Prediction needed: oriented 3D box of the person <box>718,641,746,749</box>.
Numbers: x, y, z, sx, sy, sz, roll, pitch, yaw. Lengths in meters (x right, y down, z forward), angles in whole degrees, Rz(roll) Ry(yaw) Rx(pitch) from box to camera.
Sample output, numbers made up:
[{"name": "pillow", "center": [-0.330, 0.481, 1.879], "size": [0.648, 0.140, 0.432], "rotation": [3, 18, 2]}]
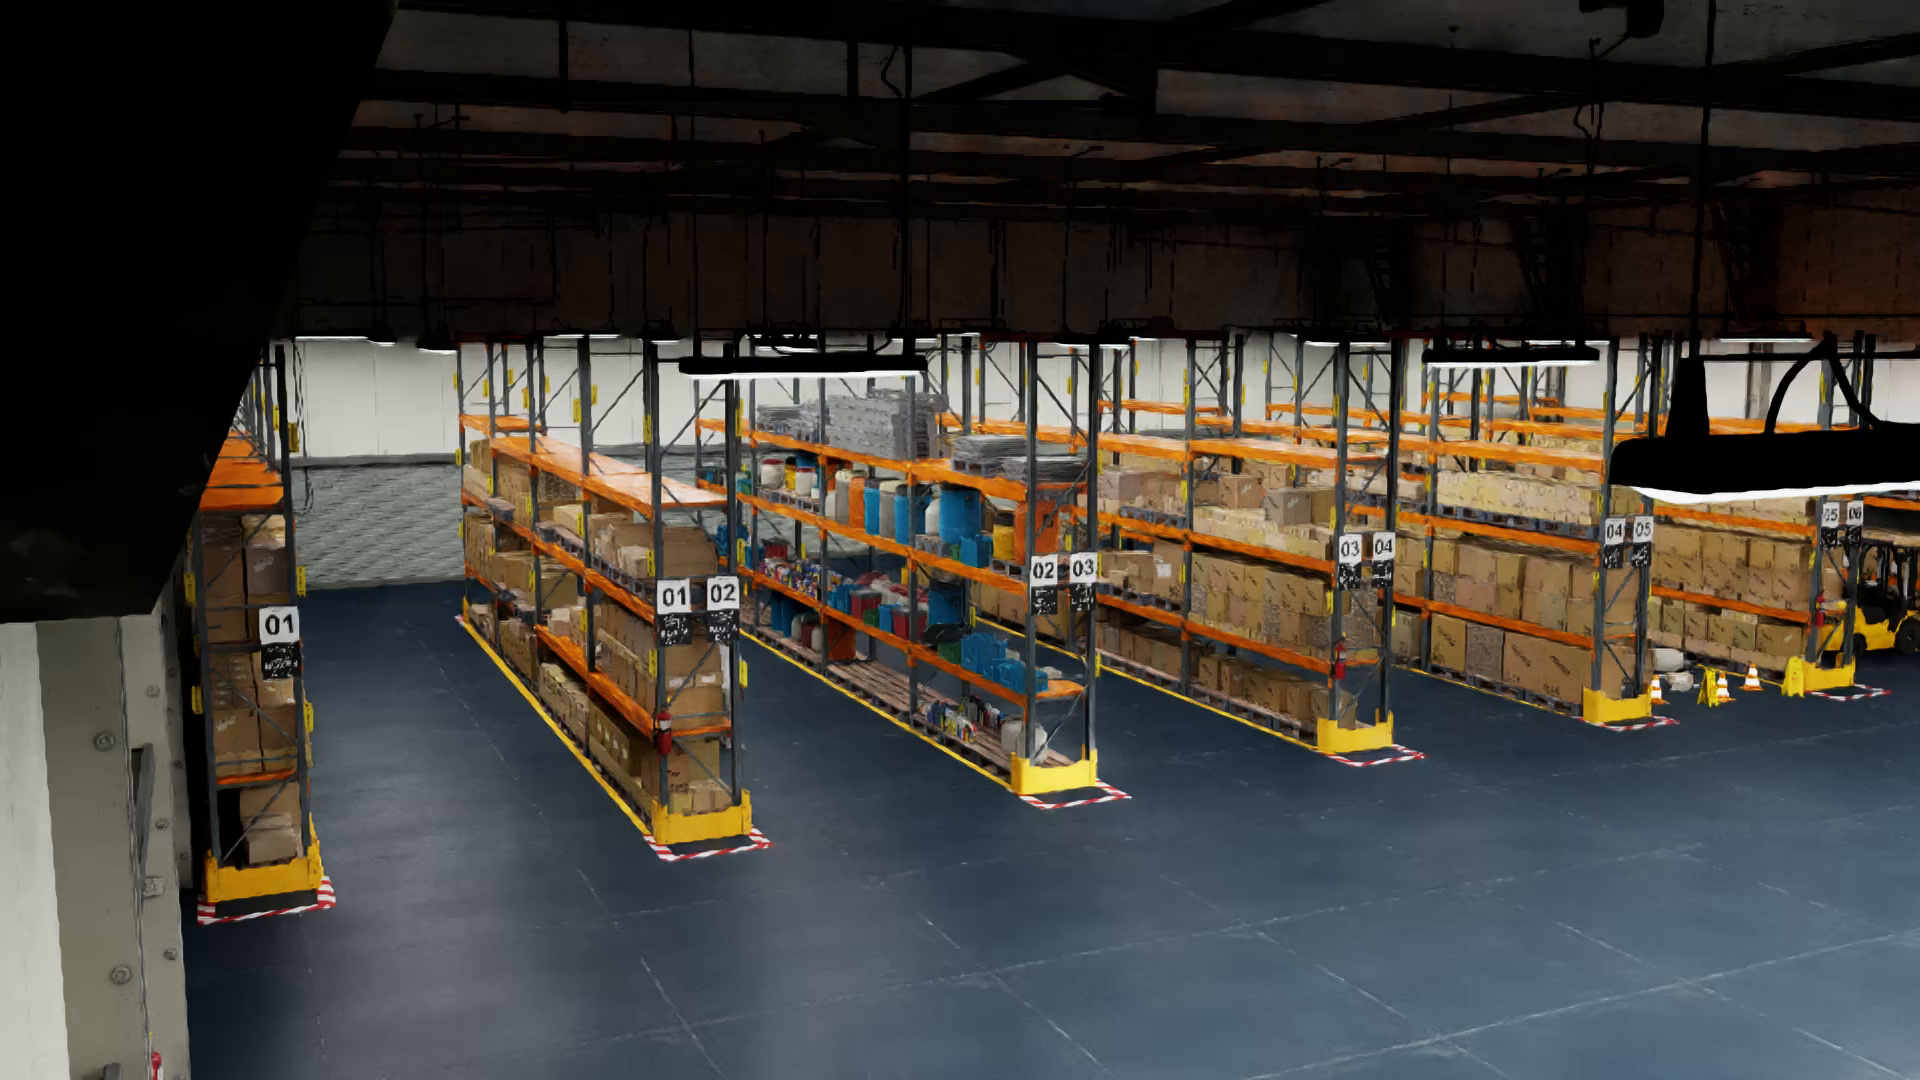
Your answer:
[{"name": "person", "center": [-3.379, 2.150, 24.444], "size": [0.645, 1.772, 0.464], "rotation": [6, 10, 40]}]

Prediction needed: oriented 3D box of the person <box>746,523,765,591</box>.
[{"name": "person", "center": [-4.948, 0.400, 38.221], "size": [0.752, 1.575, 0.635], "rotation": [7, 10, 43]}]
